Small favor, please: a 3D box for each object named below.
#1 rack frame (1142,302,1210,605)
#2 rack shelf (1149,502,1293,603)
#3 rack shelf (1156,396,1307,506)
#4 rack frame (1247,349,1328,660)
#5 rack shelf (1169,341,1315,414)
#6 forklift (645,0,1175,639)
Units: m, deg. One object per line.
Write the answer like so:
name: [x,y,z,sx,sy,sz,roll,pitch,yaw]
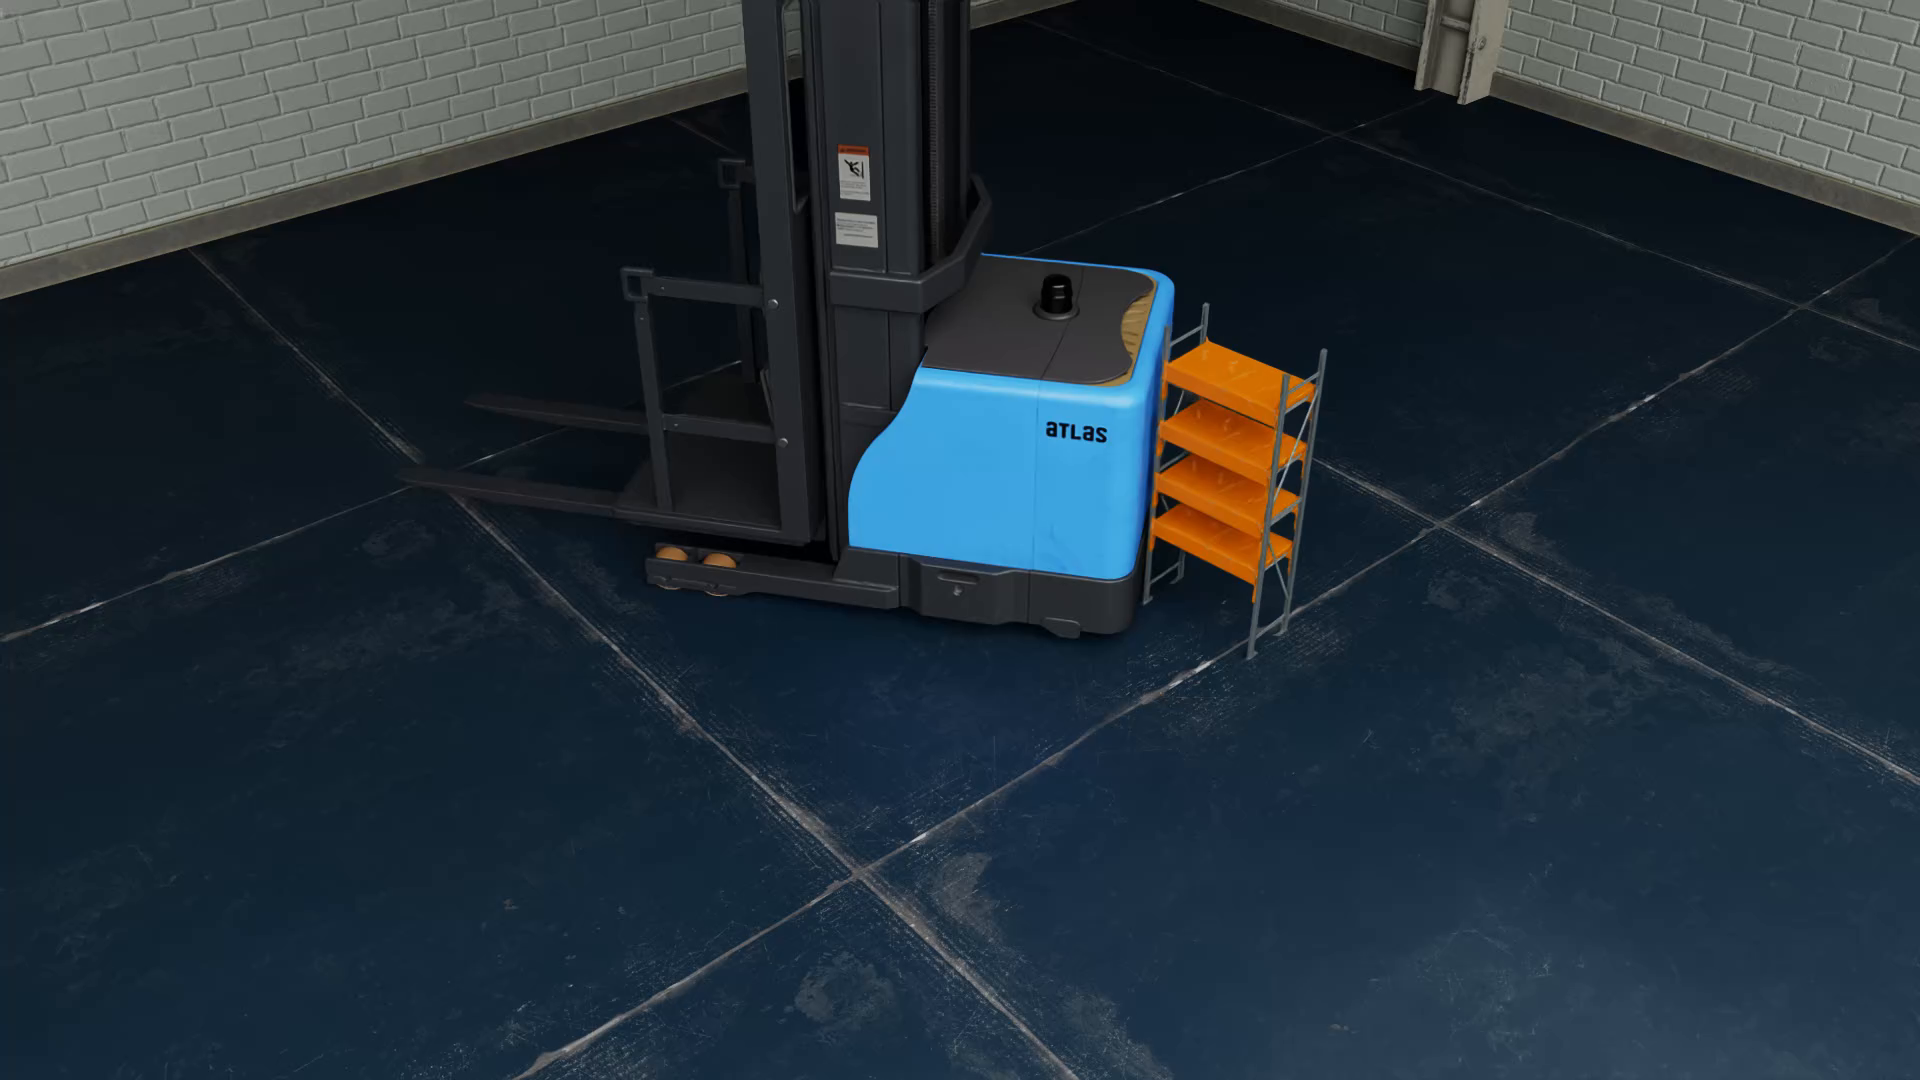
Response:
rack frame: [0.790,-0.294,6.127,0.015,1.200,0.240,29,44,34]
rack shelf: [0.968,0.020,6.144,0.480,0.148,0.258,29,44,34]
rack shelf: [0.968,-0.325,5.899,0.480,0.148,0.258,29,44,34]
rack frame: [1.145,-0.100,5.853,0.015,1.200,0.240,29,44,34]
rack shelf: [0.968,-0.549,5.740,0.457,0.050,0.221,29,44,34]
forklift: [-0.208,-1.170,5.921,1.939,2.867,1.129,7,36,10]
